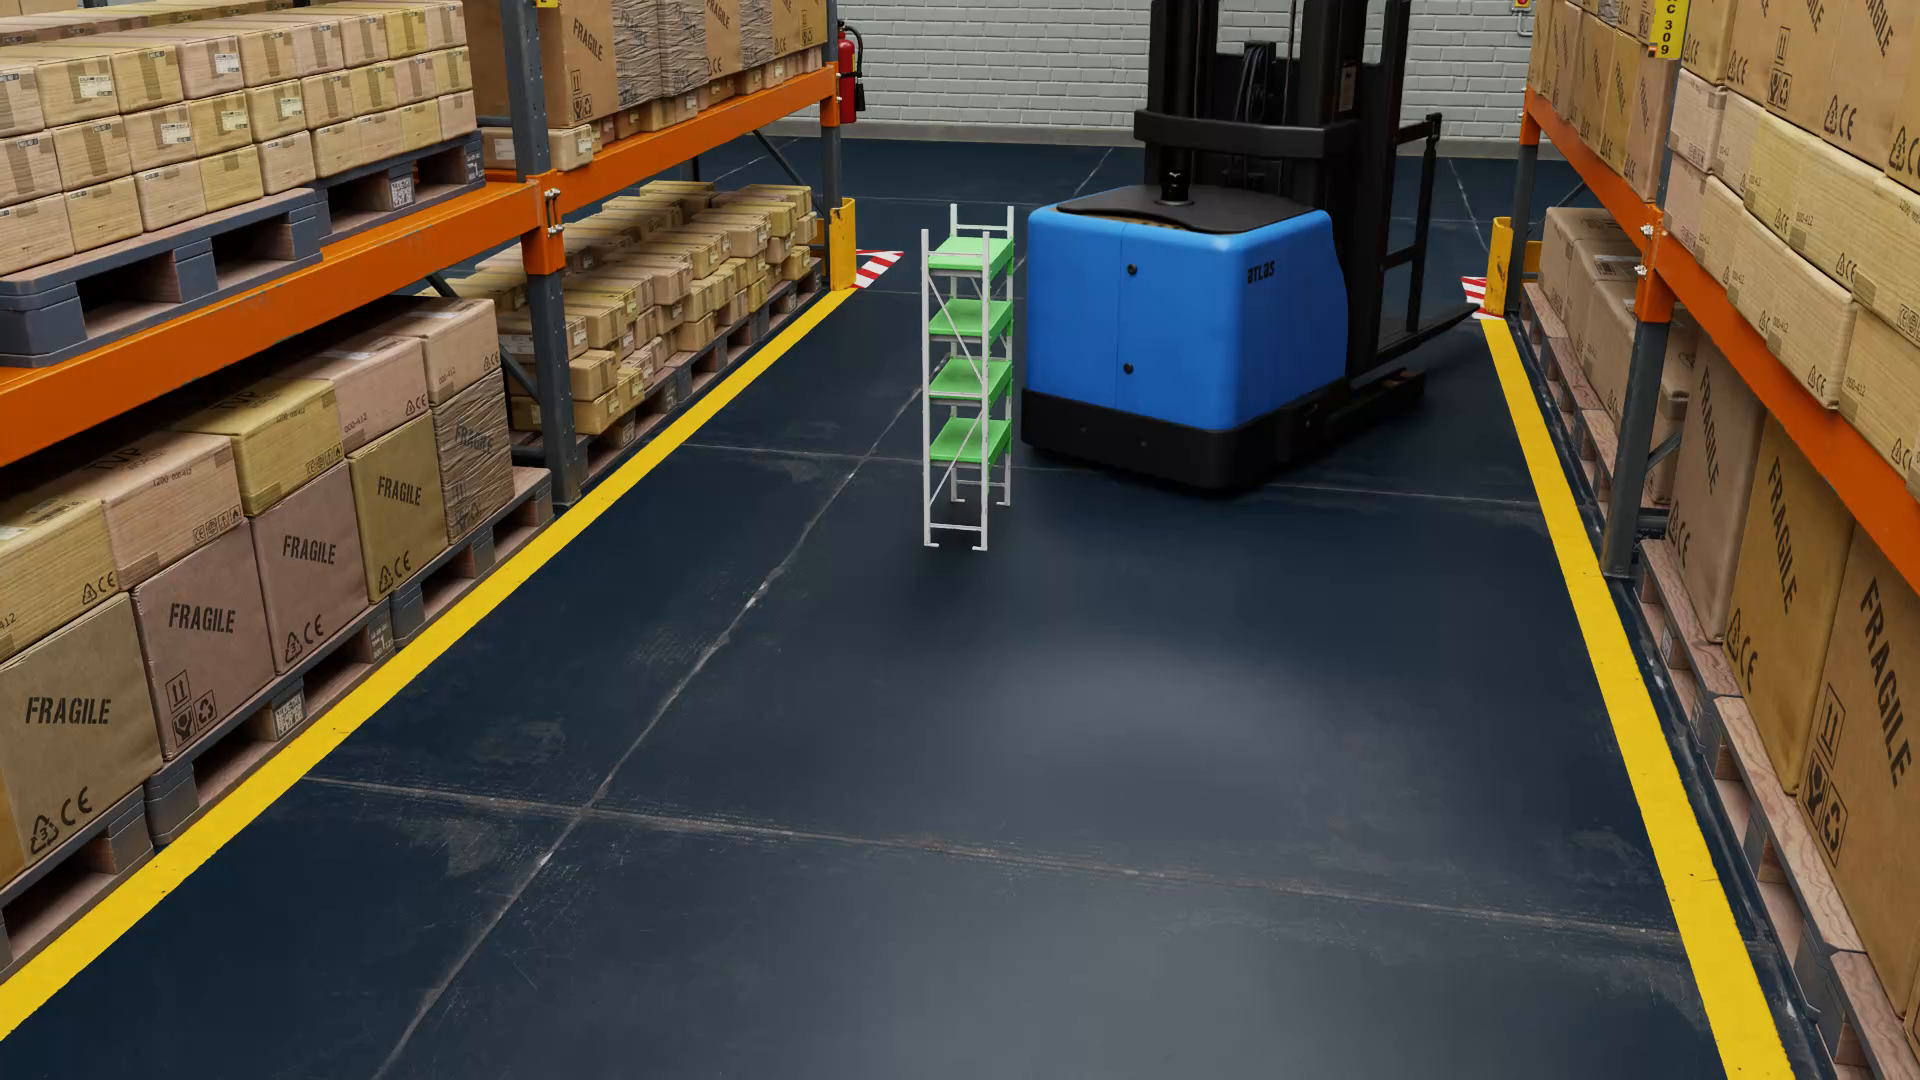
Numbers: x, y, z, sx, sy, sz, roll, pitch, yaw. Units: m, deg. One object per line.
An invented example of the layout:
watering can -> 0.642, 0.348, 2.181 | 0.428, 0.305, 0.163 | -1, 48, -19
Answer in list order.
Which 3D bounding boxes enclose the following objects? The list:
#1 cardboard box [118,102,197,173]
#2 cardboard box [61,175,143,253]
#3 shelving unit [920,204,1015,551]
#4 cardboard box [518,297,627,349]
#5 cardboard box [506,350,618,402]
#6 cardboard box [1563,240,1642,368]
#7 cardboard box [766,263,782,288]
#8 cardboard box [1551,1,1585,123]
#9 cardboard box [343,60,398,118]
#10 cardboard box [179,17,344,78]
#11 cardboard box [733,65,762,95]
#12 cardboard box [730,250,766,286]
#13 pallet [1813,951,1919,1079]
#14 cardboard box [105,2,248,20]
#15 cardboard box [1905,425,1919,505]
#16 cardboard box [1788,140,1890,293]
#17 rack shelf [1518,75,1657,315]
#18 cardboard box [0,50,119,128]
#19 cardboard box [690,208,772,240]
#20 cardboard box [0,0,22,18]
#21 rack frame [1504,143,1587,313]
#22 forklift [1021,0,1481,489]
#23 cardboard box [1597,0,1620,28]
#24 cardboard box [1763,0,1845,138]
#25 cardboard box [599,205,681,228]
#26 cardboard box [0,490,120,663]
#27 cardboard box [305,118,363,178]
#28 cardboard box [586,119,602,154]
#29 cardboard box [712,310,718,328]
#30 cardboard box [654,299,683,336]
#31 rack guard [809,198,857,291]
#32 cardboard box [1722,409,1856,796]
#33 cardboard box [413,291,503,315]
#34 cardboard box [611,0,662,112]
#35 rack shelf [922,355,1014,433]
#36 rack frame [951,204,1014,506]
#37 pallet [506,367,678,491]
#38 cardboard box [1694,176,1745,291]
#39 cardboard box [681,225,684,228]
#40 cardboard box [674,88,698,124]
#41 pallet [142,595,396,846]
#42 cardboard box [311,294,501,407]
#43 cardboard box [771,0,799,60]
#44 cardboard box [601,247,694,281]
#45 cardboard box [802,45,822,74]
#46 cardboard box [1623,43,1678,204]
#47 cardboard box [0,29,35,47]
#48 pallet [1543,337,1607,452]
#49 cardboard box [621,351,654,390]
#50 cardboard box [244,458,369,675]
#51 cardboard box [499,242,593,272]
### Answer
cardboard box -> -2.250, -1.060, 4.347 | 0.380, 0.149, 0.250 | 5, 23, 13
cardboard box -> -2.300, -0.824, 4.159 | 0.380, 0.149, 0.250 | 5, 22, 12
shelving unit -> 0.034, -0.617, 6.280 | 0.258, 1.200, 0.503 | 4, 22, 11
cardboard box -> -1.654, -0.930, 7.106 | 0.380, 0.149, 0.250 | 6, 23, 14
cardboard box -> -1.654, -0.694, 6.918 | 0.380, 0.149, 0.250 | 5, 23, 13
cardboard box -> 3.426, -1.120, 7.987 | 0.875, 0.438, 0.875 | 5, 22, 12
cardboard box -> -1.220, -1.511, 9.343 | 0.380, 0.149, 0.250 | 4, 22, 11
cardboard box -> 3.065, -2.219, 7.714 | 0.500, 0.500, 0.500 | 4, 22, 11
cardboard box -> -2.035, -1.444, 5.300 | 0.380, 0.149, 0.250 | 5, 23, 13
cardboard box -> -2.094, -1.479, 4.989 | 0.380, 0.149, 0.250 | 4, 22, 11
cardboard box -> -1.250, -2.411, 8.661 | 0.380, 0.149, 0.250 | 3, 22, 9
cardboard box -> -1.251, -1.453, 8.803 | 0.380, 0.149, 0.250 | 5, 22, 12
pallet -> 2.244, 1.239, 2.996 | 1.003, 0.211, 1.213 | 4, 22, 11
cardboard box -> -2.623, -1.718, 5.583 | 0.380, 0.149, 0.250 | 5, 22, 12
cardboard box -> 1.947, -0.095, 2.776 | 0.500, 0.250, 0.500 | 5, 22, 12
cardboard box -> 2.150, -0.698, 3.602 | 0.500, 0.250, 0.500 | 4, 22, 9
rack shelf -> 3.234, -1.633, 7.356 | 1.077, 0.370, 4.000 | 4, 22, 11
cardboard box -> -2.307, -1.102, 4.052 | 0.380, 0.149, 0.250 | 5, 23, 13
cardboard box -> -1.236, -1.692, 8.997 | 0.380, 0.149, 0.250 | 4, 22, 9
cardboard box -> -6.003, -3.139, 9.935 | 0.500, 0.250, 0.500 | 4, 22, 10
rack frame -> 3.642, -2.698, 9.038 | 1.000, 3.000, 0.127 | 4, 22, 11
forklift -> 1.576, -2.047, 7.512 | 1.130, 2.935, 3.031 | 17, 27, 35
cardboard box -> 2.858, -2.311, 6.604 | 0.500, 0.500, 0.500 | 5, 22, 12
cardboard box -> 2.273, -1.235, 3.932 | 0.500, 0.500, 0.500 | 4, 22, 10
cardboard box -> -1.749, -1.732, 9.096 | 0.380, 0.149, 0.250 | 3, 22, 8
cardboard box -> -2.376, 0.085, 3.907 | 0.500, 0.250, 0.500 | 4, 22, 10
cardboard box -> -2.085, -1.216, 5.131 | 0.380, 0.149, 0.250 | 3, 22, 8
cardboard box -> -1.683, -1.638, 6.741 | 0.380, 0.149, 0.250 | 5, 22, 12
cardboard box -> -1.449, -1.136, 8.413 | 0.380, 0.149, 0.250 | 5, 22, 12
cardboard box -> -1.539, -1.083, 7.882 | 0.380, 0.149, 0.250 | 6, 23, 13
rack guard -> -1.240, -1.851, 10.281 | 1.175, 0.500, 0.348 | 4, 22, 11
cardboard box -> 2.600, 0.119, 4.324 | 0.875, 0.875, 0.875 | 5, 22, 12
cardboard box -> -2.210, -0.970, 7.205 | 0.380, 0.149, 0.250 | 5, 22, 12
cardboard box -> -1.599, -2.103, 7.029 | 0.500, 0.500, 0.500 | 4, 22, 11
rack shelf -> 0.034, -0.558, 6.304 | 0.258, 0.148, 0.480 | 4, 22, 11
rack frame -> 0.084, -0.706, 6.501 | 0.240, 1.200, 0.015 | 4, 22, 11
pallet -> -1.939, -0.530, 7.388 | 1.003, 0.211, 1.213 | 4, 22, 11
cardboard box -> 2.373, -0.835, 4.614 | 0.500, 0.250, 0.500 | 4, 22, 10
cardboard box -> -1.658, -1.685, 9.377 | 0.380, 0.149, 0.250 | 5, 22, 12
cardboard box -> -1.442, -2.023, 7.698 | 0.380, 0.149, 0.250 | 5, 23, 13
pallet -> -2.445, 0.450, 4.953 | 1.003, 0.211, 1.213 | 4, 22, 11
cardboard box -> -1.946, -0.667, 5.775 | 0.500, 0.250, 0.500 | 4, 22, 9
cardboard box -> -1.175, -2.851, 8.885 | 0.500, 0.500, 0.500 | 4, 22, 10
cardboard box -> -1.513, -1.316, 8.065 | 0.380, 0.149, 0.250 | 4, 22, 9
cardboard box -> -1.015, -2.781, 9.580 | 0.380, 0.149, 0.250 | 4, 22, 11
cardboard box -> 2.670, -1.471, 5.856 | 0.500, 0.500, 0.500 | 5, 22, 11
cardboard box -> -2.835, -1.348, 4.663 | 0.380, 0.149, 0.250 | 5, 23, 13
pallet -> 3.304, -0.661, 7.713 | 1.003, 0.211, 1.213 | 4, 22, 11
cardboard box -> -1.598, -0.749, 7.452 | 0.380, 0.149, 0.250 | 4, 22, 11
cardboard box -> -2.159, 0.054, 4.988 | 0.500, 0.500, 0.500 | 4, 22, 10
cardboard box -> -2.029, -1.356, 8.164 | 0.380, 0.149, 0.250 | 4, 22, 9
